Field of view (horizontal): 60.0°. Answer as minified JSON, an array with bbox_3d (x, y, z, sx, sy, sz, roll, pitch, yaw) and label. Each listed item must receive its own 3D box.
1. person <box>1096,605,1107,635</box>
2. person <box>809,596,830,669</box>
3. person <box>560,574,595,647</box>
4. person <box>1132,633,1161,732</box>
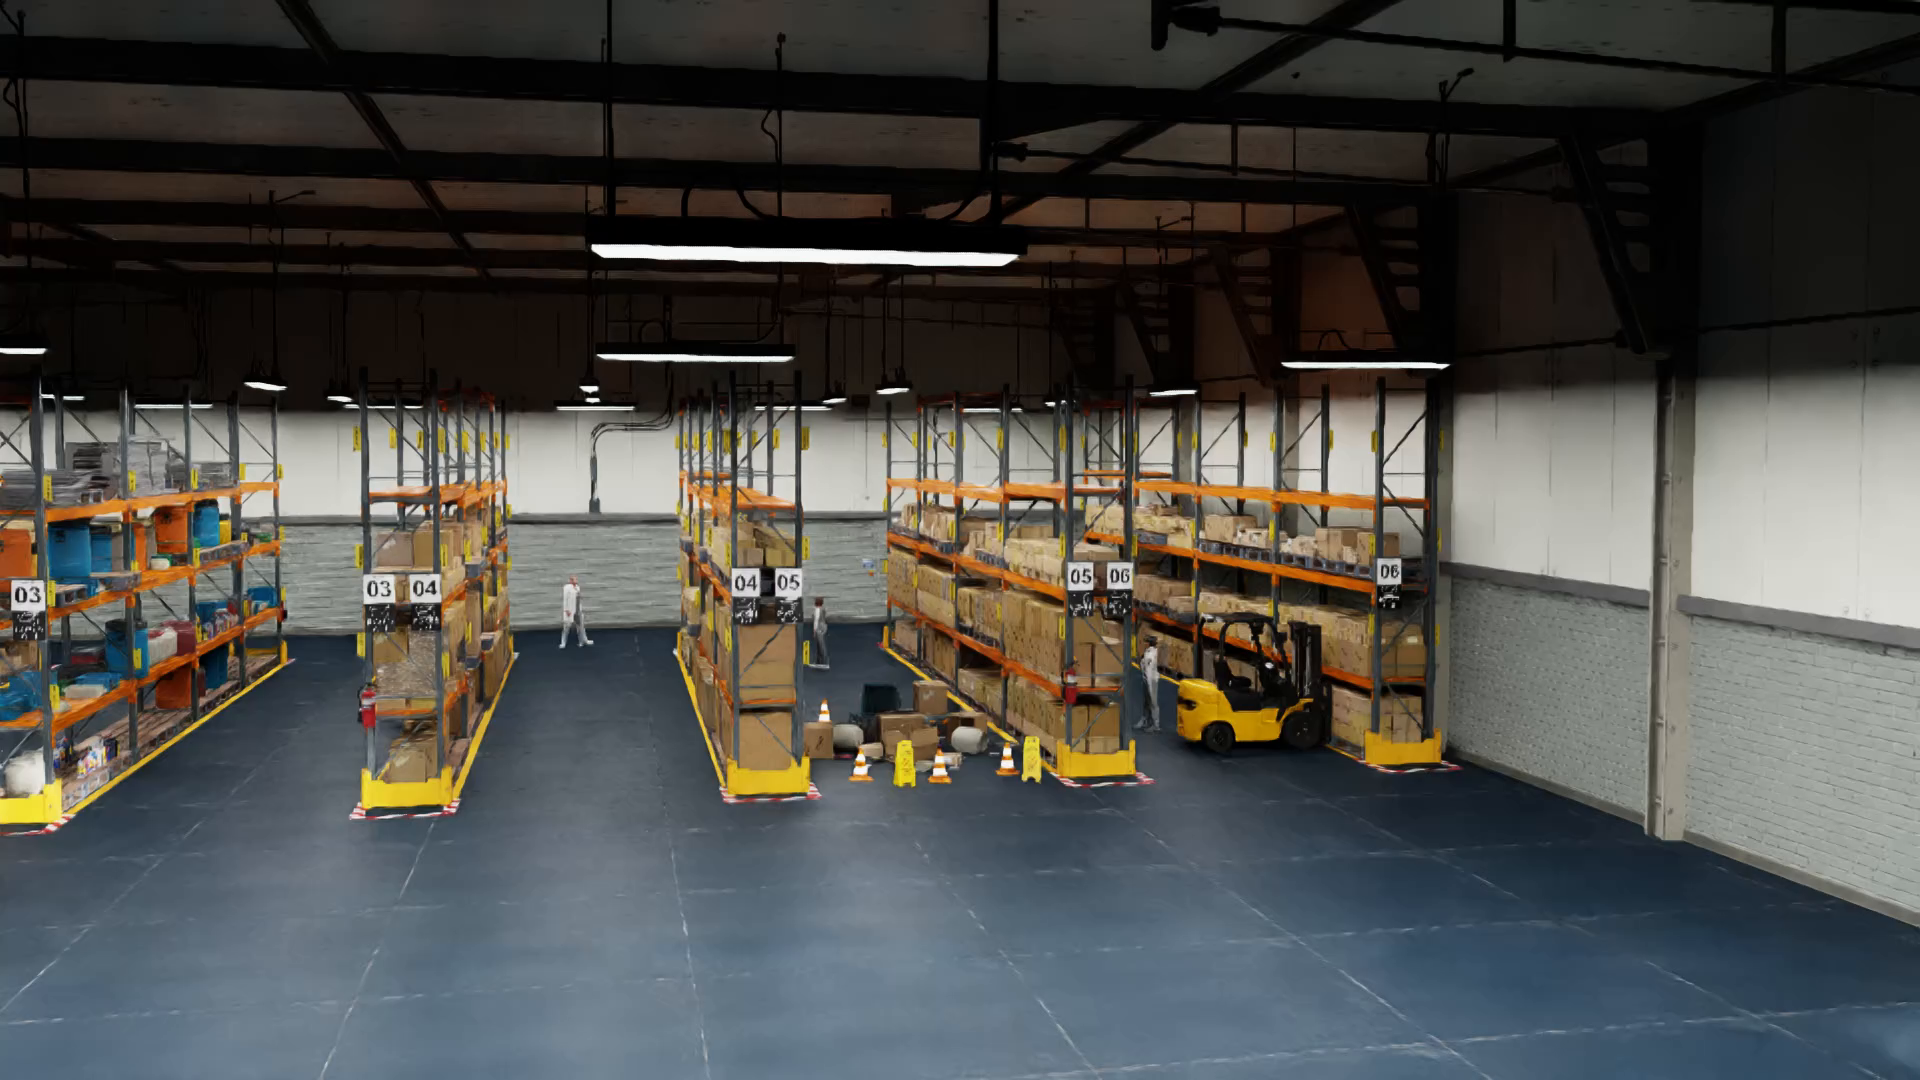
[{"bbox_3d":[2.792,2.149,33.658,0.564,1.666,0.560,1,4,15],"label":"person"},{"bbox_3d":[-3.096,2.017,36.556,0.532,1.588,0.535,1,3,13],"label":"person"},{"bbox_3d":[-9.349,1.702,40.326,0.614,1.771,0.781,2,4,28],"label":"person"},{"bbox_3d":[3.232,2.448,28.754,0.511,1.676,0.567,1,3,13],"label":"person"}]
